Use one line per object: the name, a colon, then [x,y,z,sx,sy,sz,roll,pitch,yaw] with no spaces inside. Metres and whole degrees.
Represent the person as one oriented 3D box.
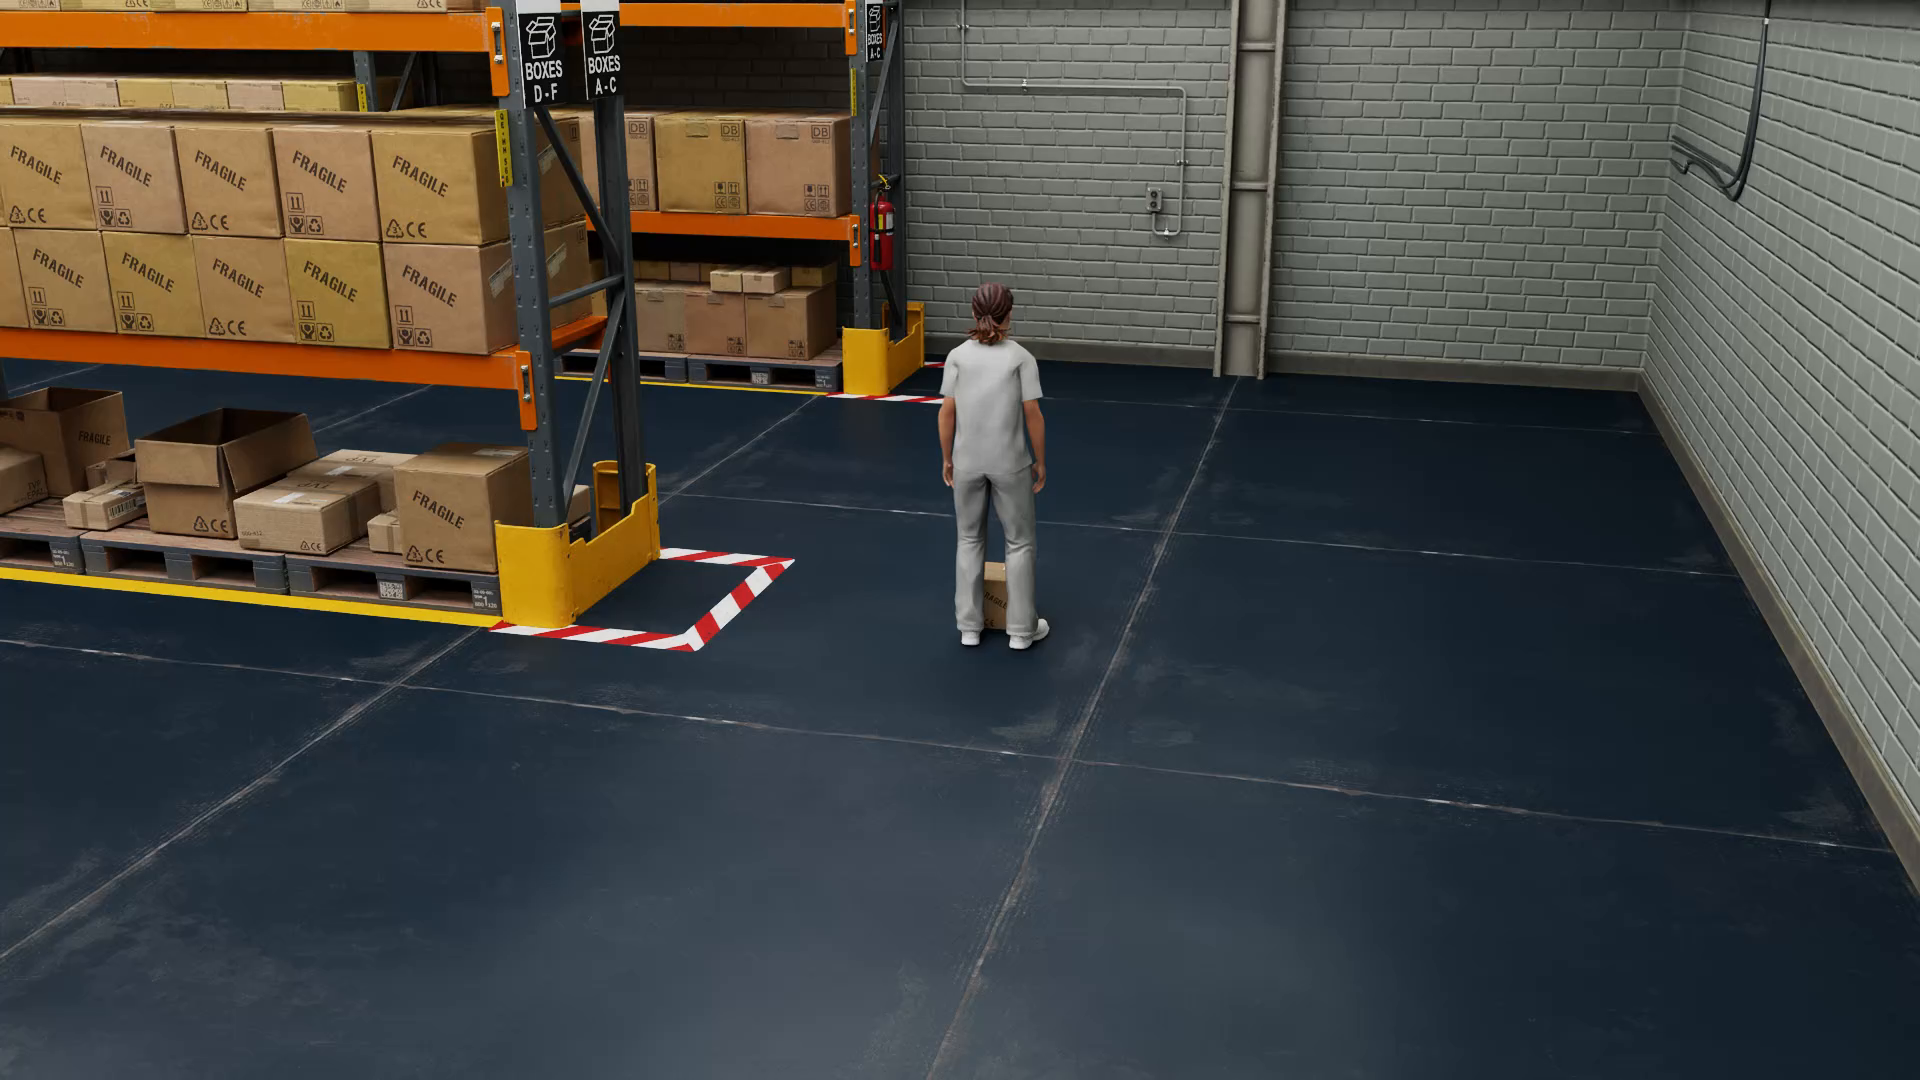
person: [0.151,-0.329,7.554,0.494,1.673,0.352,4,19,13]
